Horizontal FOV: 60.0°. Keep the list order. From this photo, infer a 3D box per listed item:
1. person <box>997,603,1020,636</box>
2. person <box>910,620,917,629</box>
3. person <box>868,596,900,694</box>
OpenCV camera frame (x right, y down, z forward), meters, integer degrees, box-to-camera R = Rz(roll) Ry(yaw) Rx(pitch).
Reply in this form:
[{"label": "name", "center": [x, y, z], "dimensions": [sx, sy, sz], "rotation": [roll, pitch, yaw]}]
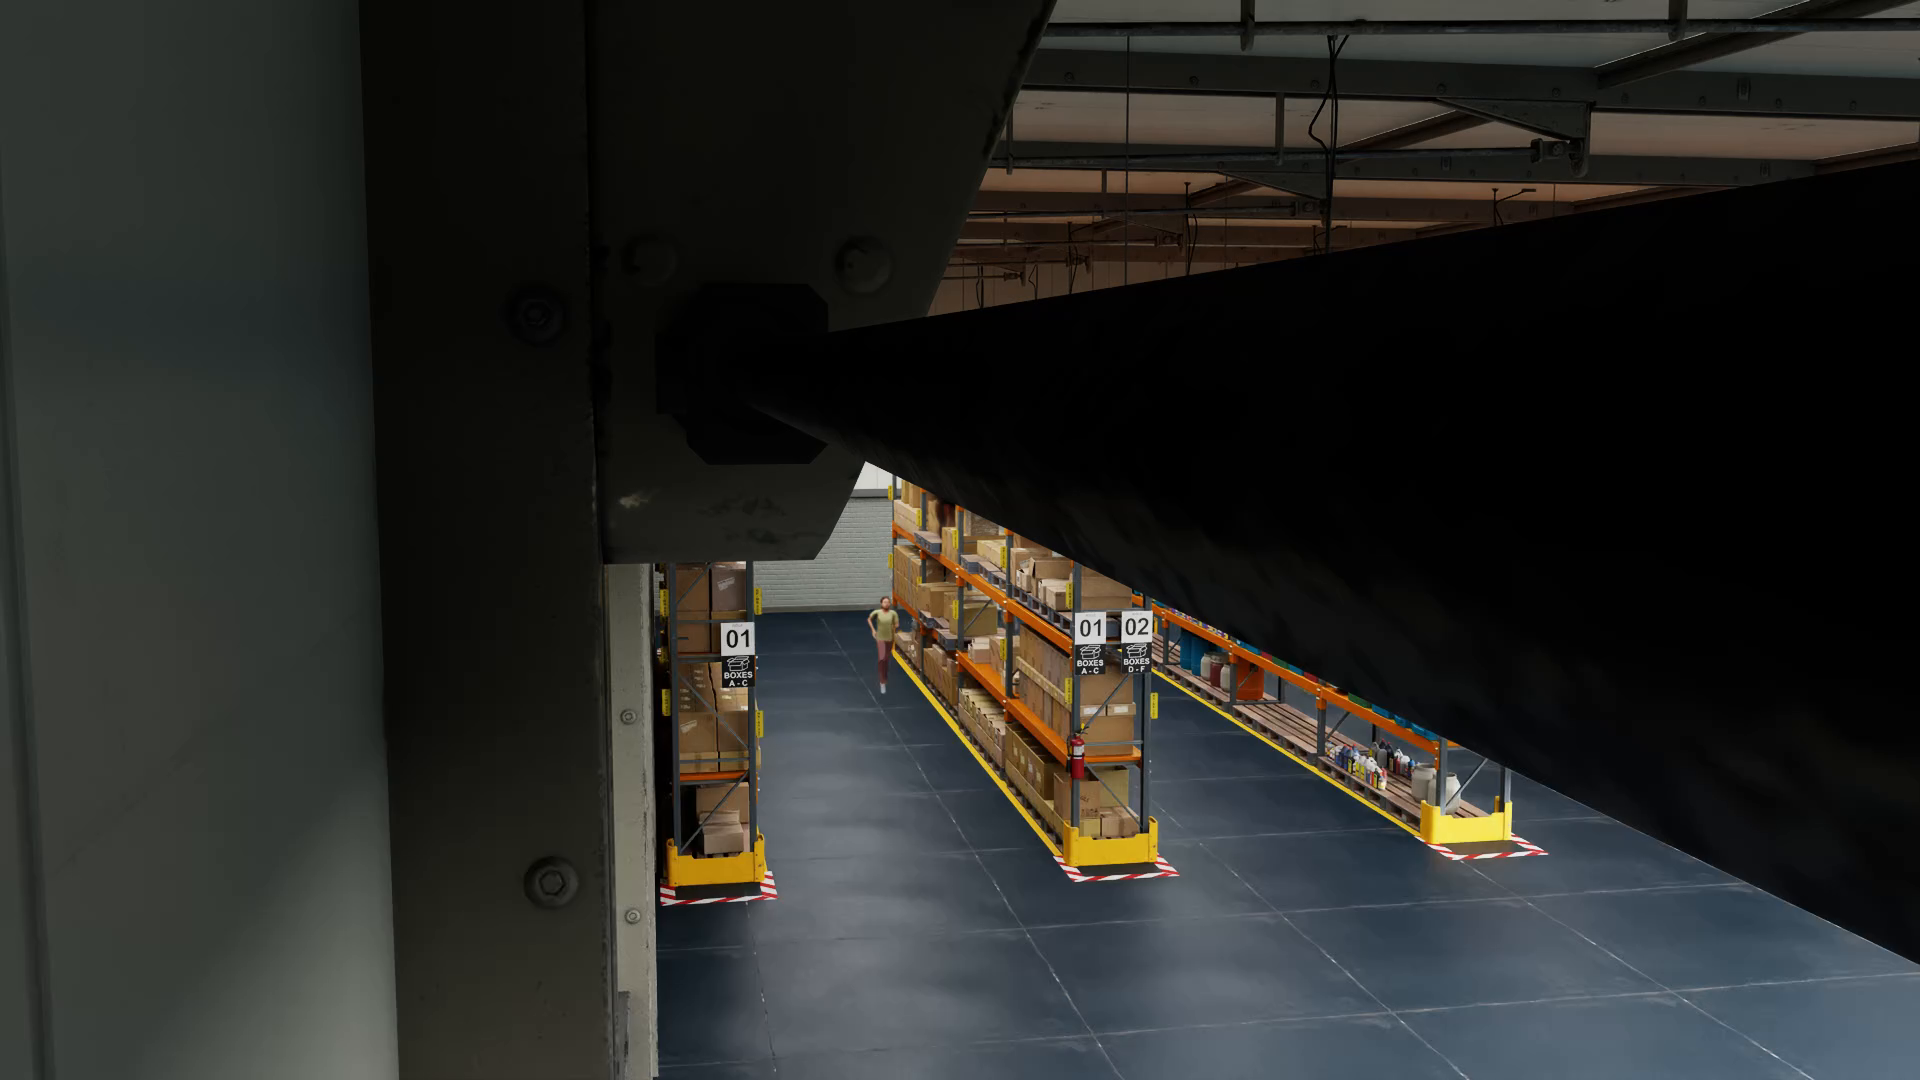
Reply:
[{"label": "person", "center": [1.055, 1.717, 35.944], "dimensions": [0.553, 1.430, 0.602], "rotation": [-2, 6, -14]}, {"label": "person", "center": [-0.860, 1.399, 37.862], "dimensions": [0.553, 1.700, 0.763], "rotation": [0, 6, -1]}, {"label": "person", "center": [-1.385, 1.911, 30.751], "dimensions": [0.559, 1.778, 0.708], "rotation": [-2, 6, -18]}]
